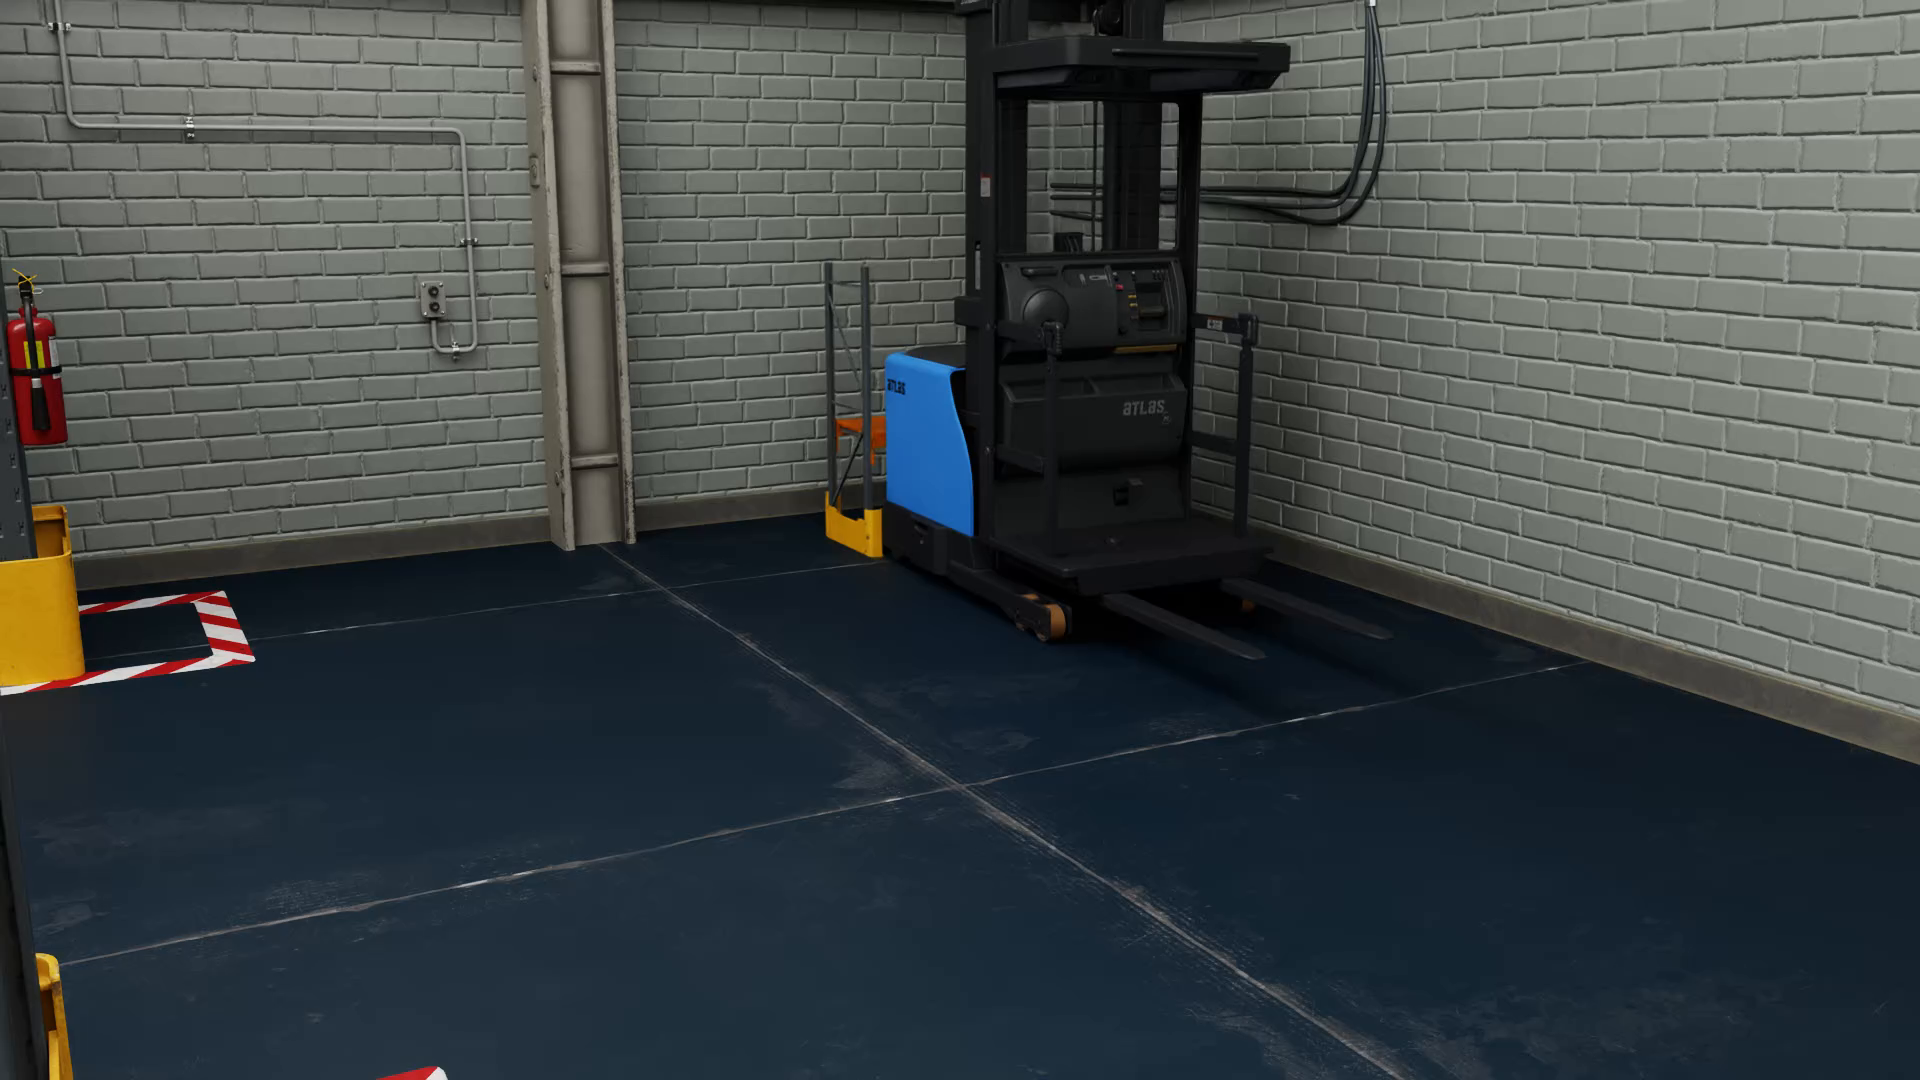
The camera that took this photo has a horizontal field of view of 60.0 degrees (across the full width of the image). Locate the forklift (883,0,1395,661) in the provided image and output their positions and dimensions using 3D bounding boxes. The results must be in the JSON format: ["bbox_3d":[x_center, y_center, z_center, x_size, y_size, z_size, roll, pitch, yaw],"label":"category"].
[{"bbox_3d":[0.709,-1.101,7.328,1.130,2.935,3.031,-6,14,-26],"label":"forklift"}]

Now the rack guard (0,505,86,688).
[{"bbox_3d":[-3.936,0.212,7.031,0.348,0.500,1.175,-7,14,-28],"label":"rack guard"}]

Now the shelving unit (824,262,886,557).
[{"bbox_3d":[-0.135,-0.754,9.043,1.083,1.500,0.587,-7,14,-28],"label":"shelving unit"}]

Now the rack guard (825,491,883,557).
[{"bbox_3d":[-0.573,-0.092,8.949,0.087,0.250,0.587,-7,14,-28],"label":"rack guard"}]

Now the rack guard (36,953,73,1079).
[{"bbox_3d":[-1.647,1.176,2.744,0.348,0.500,1.175,-7,14,-28],"label":"rack guard"}]

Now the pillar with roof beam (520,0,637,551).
[{"bbox_3d":[0.061,-3.553,4.403,0.400,9.000,9.100,-7,14,-28],"label":"pillar with roof beam"}]

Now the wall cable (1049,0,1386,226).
[{"bbox_3d":[1.178,-2.943,8.765,0.112,2.526,3.097,-7,14,-28],"label":"wall cable"}]

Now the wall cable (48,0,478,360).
[{"bbox_3d":[-3.287,-1.818,8.042,1.851,1.984,0.084,-7,14,-28],"label":"wall cable"}]

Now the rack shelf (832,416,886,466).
[{"bbox_3d":[-0.143,-0.577,9.078,1.000,0.185,0.538,-7,14,-28],"label":"rack shelf"}]

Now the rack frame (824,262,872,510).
[{"bbox_3d":[-0.590,-0.700,8.802,0.032,1.500,0.500,-7,14,-28],"label":"rack frame"}]

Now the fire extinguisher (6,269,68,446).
[{"bbox_3d":[-3.604,-0.713,6.470,0.183,0.674,0.296,-7,14,-28],"label":"fire extinguisher"}]

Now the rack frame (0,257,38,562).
[{"bbox_3d":[-3.957,-1.005,6.745,0.127,3.000,1.000,-7,14,-28],"label":"rack frame"}]
